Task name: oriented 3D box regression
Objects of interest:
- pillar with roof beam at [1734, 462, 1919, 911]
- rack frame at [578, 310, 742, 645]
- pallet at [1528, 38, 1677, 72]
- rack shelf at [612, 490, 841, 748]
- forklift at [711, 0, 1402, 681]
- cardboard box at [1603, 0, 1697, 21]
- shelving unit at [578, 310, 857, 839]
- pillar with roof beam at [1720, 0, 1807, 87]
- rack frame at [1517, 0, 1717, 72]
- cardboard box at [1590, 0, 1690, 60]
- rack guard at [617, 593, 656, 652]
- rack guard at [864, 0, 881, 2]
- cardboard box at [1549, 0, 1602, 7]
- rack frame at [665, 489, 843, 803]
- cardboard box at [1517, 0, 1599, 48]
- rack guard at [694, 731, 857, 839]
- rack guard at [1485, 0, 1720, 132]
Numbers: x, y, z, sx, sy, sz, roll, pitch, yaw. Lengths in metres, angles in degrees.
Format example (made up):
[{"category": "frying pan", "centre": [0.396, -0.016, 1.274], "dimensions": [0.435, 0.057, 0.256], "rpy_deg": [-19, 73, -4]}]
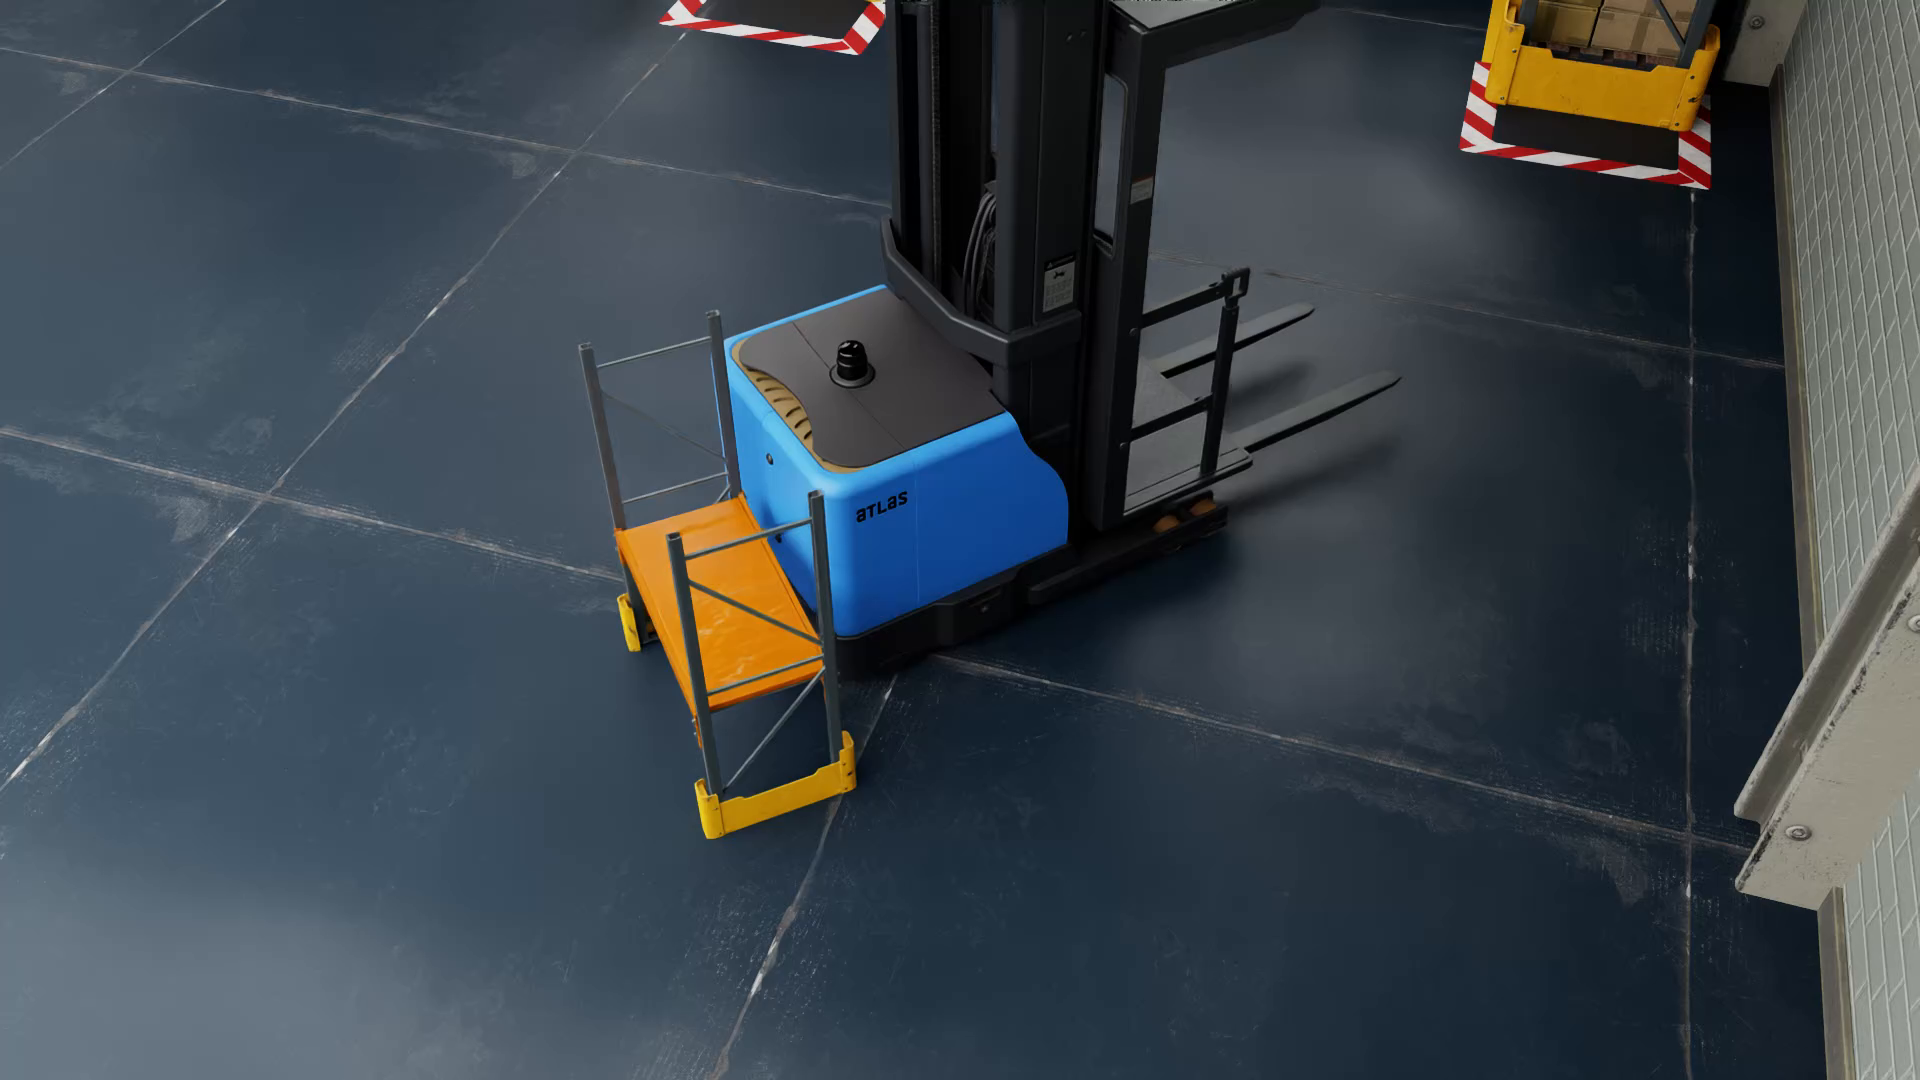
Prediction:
[{"category": "pillar with roof beam", "centre": [-1.152, -2.988, 3.768], "dimensions": [9.100, 9.000, 0.400], "rpy_deg": [13, 46, 13]}, {"category": "rack frame", "centre": [-1.073, -0.191, 6.272], "dimensions": [0.500, 1.500, 0.032], "rpy_deg": [-17, 47, -17]}, {"category": "pallet", "centre": [3.890, -3.180, 10.247], "dimensions": [1.003, 0.211, 1.213], "rpy_deg": [13, 46, 13]}, {"category": "rack shelf", "centre": [-0.865, 0.262, 6.066], "dimensions": [0.538, 0.185, 1.000], "rpy_deg": [-17, 47, -17]}, {"category": "forklift", "centre": [0.553, -1.283, 6.364], "dimensions": [3.031, 2.935, 1.130], "rpy_deg": [-23, 49, -22]}, {"category": "cardboard box", "centre": [4.039, -3.273, 9.658], "dimensions": [0.500, 0.250, 0.500], "rpy_deg": [13, 46, 13]}, {"category": "shelving unit", "centre": [-0.868, 0.128, 5.946], "dimensions": [0.587, 1.500, 1.083], "rpy_deg": [-17, 47, -17]}, {"category": "pillar with roof beam", "centre": [0.665, -6.987, 7.855], "dimensions": [9.100, 9.000, 0.400], "rpy_deg": [13, 46, 13]}, {"category": "rack frame", "centre": [3.698, -3.658, 8.742], "dimensions": [1.000, 3.000, 0.127], "rpy_deg": [13, 46, 13]}, {"category": "cardboard box", "centre": [4.034, -3.111, 9.849], "dimensions": [0.500, 0.250, 0.500], "rpy_deg": [13, 46, 13]}, {"category": "rack guard", "centre": [-1.072, 0.257, 6.708], "dimensions": [0.587, 0.250, 0.087], "rpy_deg": [-17, 47, -17]}, {"category": "rack guard", "centre": [-1.010, -3.864, 10.740], "dimensions": [1.175, 0.500, 0.348], "rpy_deg": [13, 46, 13]}, {"category": "cardboard box", "centre": [3.548, -3.394, 9.781], "dimensions": [0.500, 0.250, 0.500], "rpy_deg": [12, 46, 12]}, {"category": "rack frame", "centre": [-0.657, 0.458, 5.609], "dimensions": [0.500, 1.500, 0.032], "rpy_deg": [-17, 47, -17]}, {"category": "cardboard box", "centre": [3.540, -3.205, 9.946], "dimensions": [0.500, 0.250, 0.500], "rpy_deg": [13, 46, 13]}, {"category": "rack guard", "centre": [-0.665, 0.892, 6.058], "dimensions": [0.587, 0.250, 0.087], "rpy_deg": [-17, 47, -17]}, {"category": "rack guard", "centre": [3.691, -2.748, 9.600], "dimensions": [1.175, 0.500, 0.348], "rpy_deg": [13, 46, 13]}]
